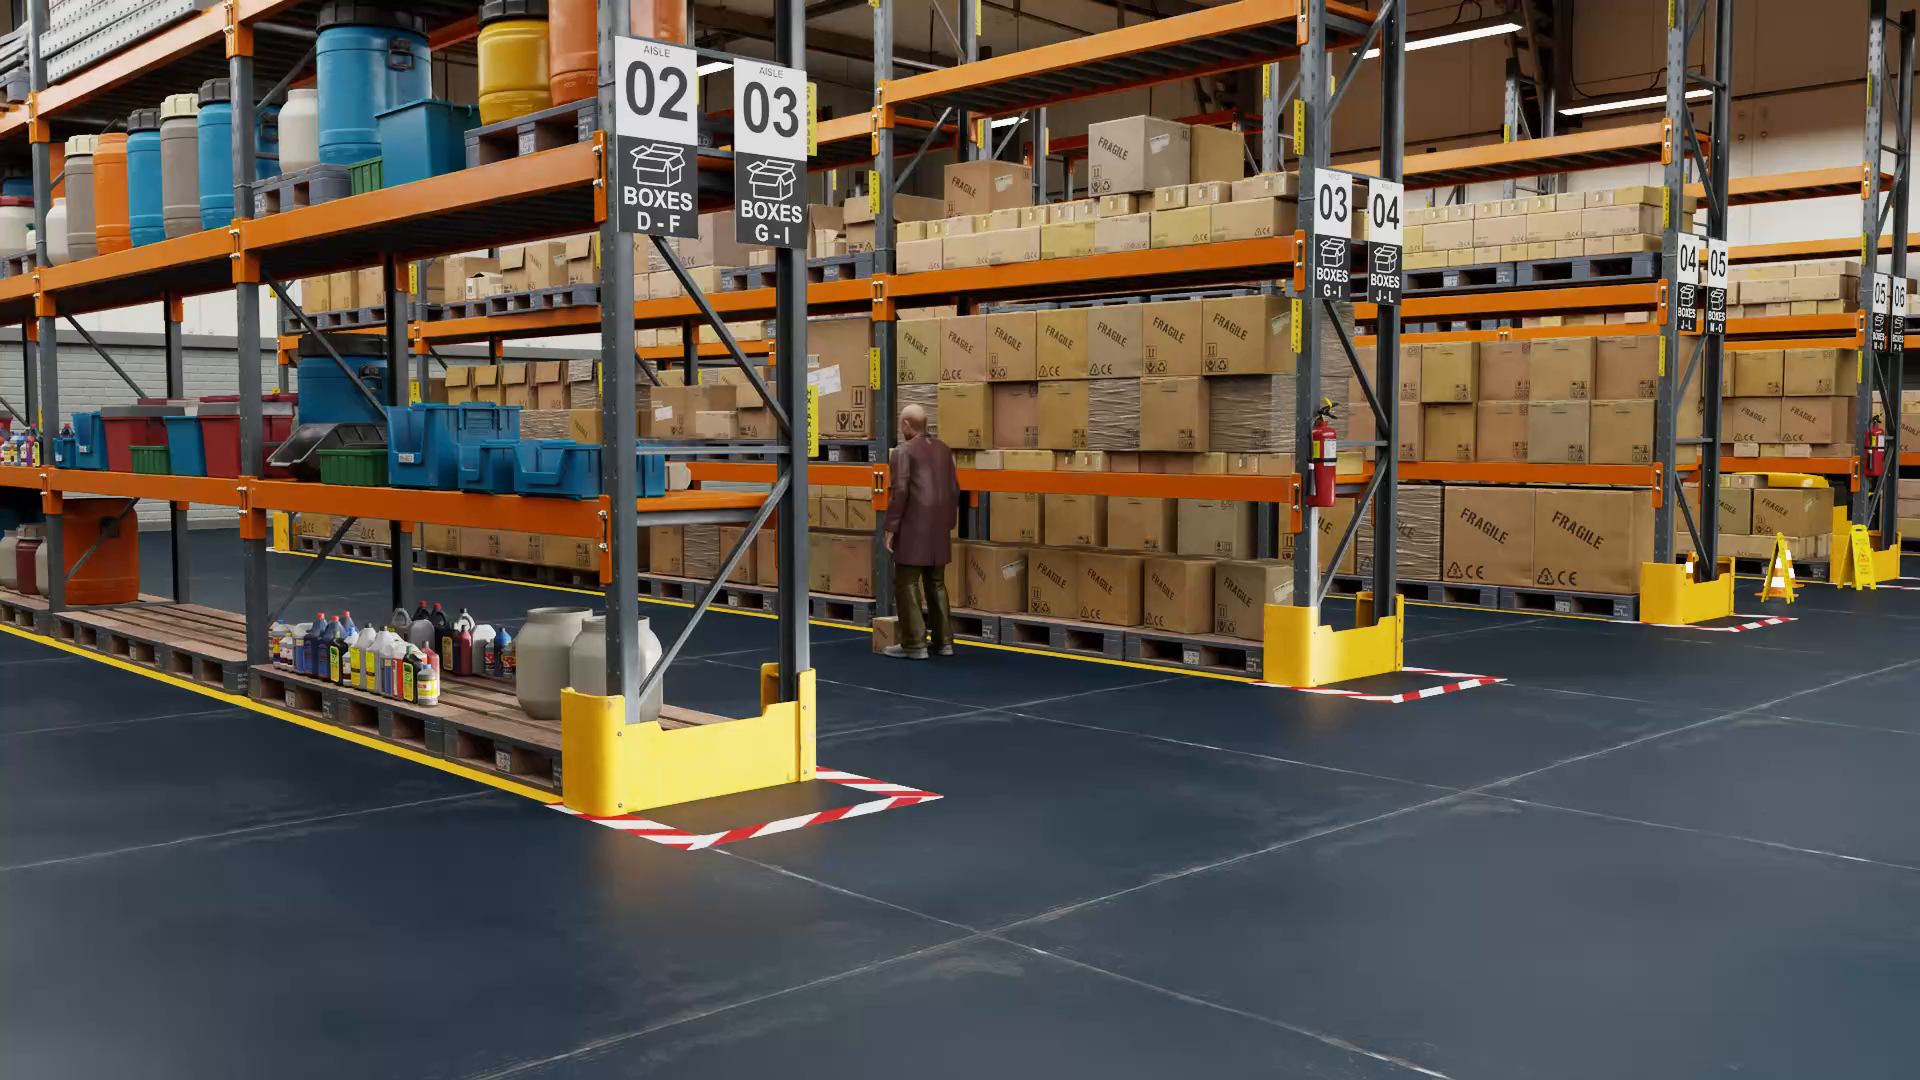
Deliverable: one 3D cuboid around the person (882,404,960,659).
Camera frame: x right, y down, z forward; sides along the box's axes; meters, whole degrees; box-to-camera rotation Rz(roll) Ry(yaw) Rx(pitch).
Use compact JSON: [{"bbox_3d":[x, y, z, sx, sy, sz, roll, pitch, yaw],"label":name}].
[{"bbox_3d":[-0.278,-0.064,11.688,0.644,1.774,0.425,-3,5,-42],"label":"person"}]
